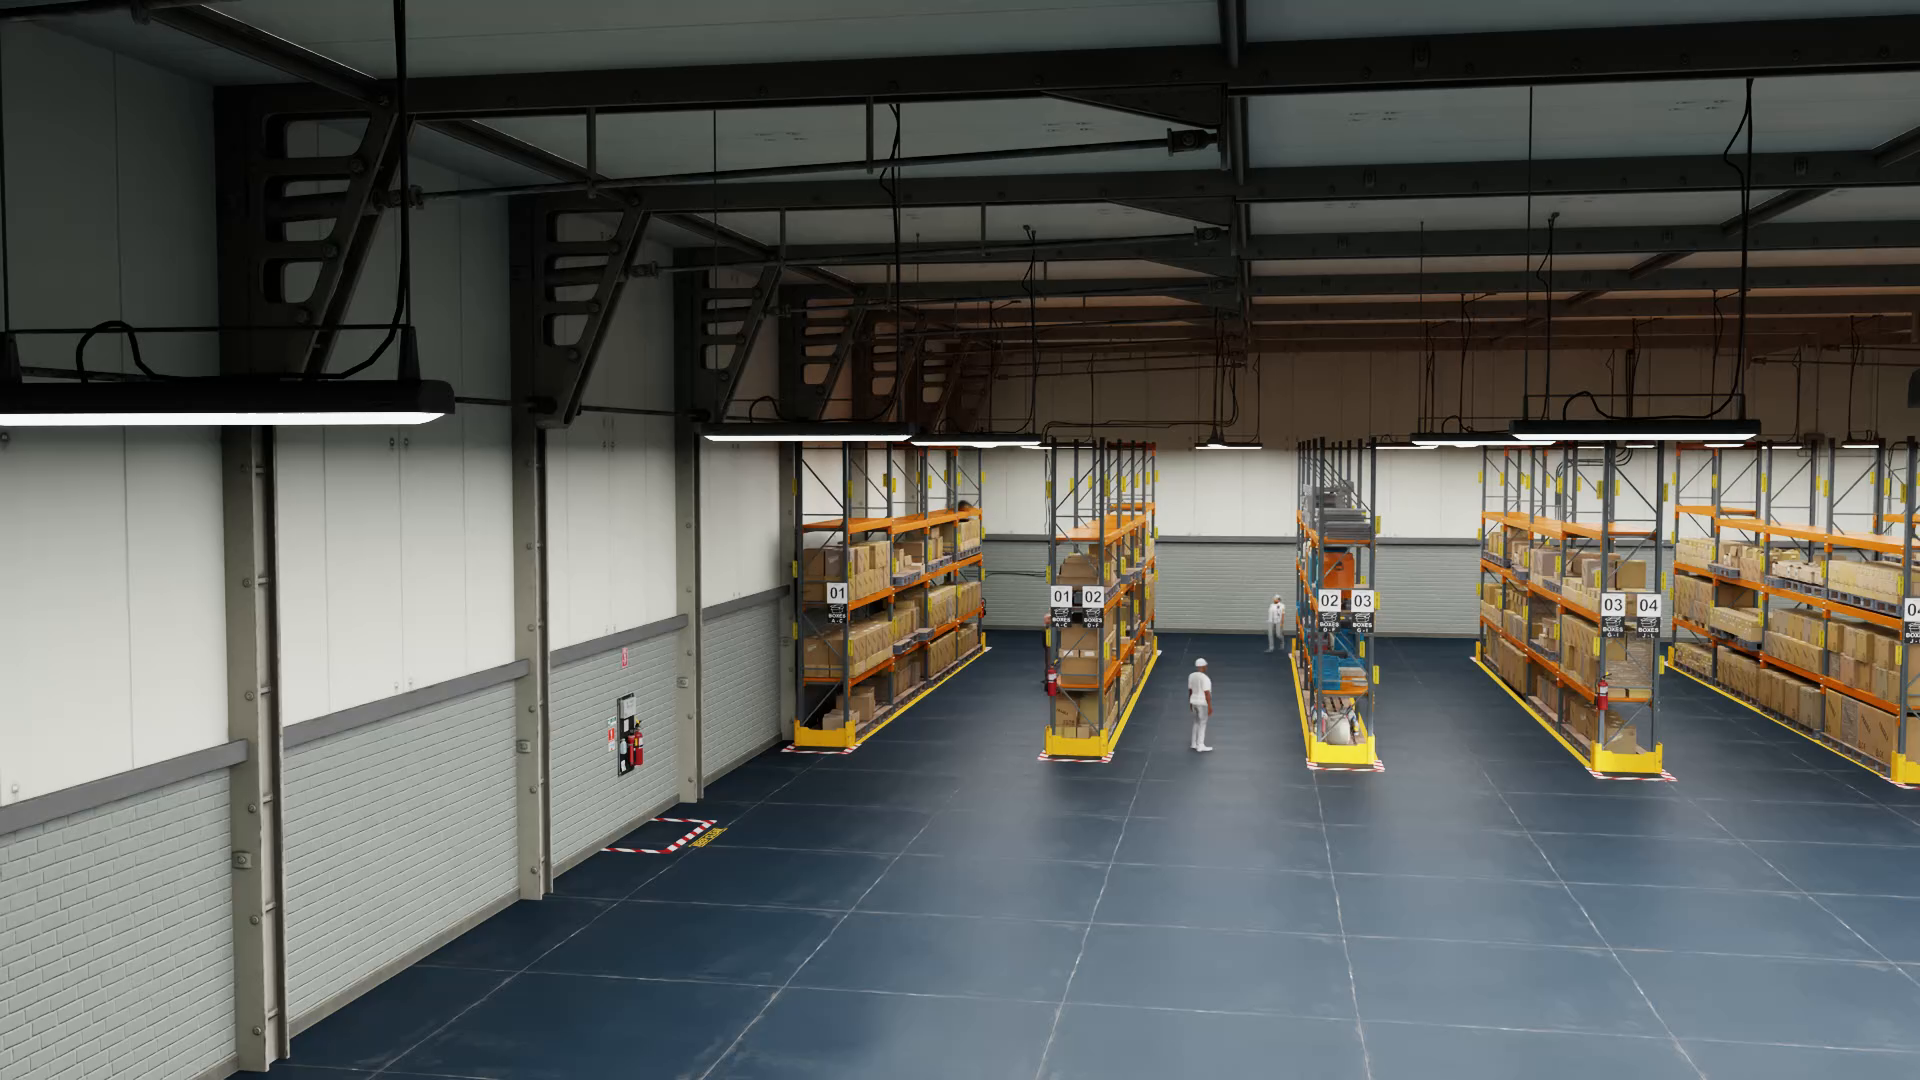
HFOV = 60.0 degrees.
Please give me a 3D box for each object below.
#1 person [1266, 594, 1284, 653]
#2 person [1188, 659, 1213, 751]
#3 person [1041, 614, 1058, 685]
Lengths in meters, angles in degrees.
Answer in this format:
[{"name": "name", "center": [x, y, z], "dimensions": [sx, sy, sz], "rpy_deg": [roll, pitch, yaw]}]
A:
[{"name": "person", "center": [9.027, 2.382, 47.484], "dimensions": [0.482, 1.648, 0.592], "rpy_deg": [2, 3, 29]}, {"name": "person", "center": [4.646, 3.174, 31.883], "dimensions": [0.403, 1.805, 0.645], "rpy_deg": [-1, 3, -26]}, {"name": "person", "center": [2.208, 2.692, 40.986], "dimensions": [0.398, 1.720, 0.602], "rpy_deg": [0, 3, -5]}]
